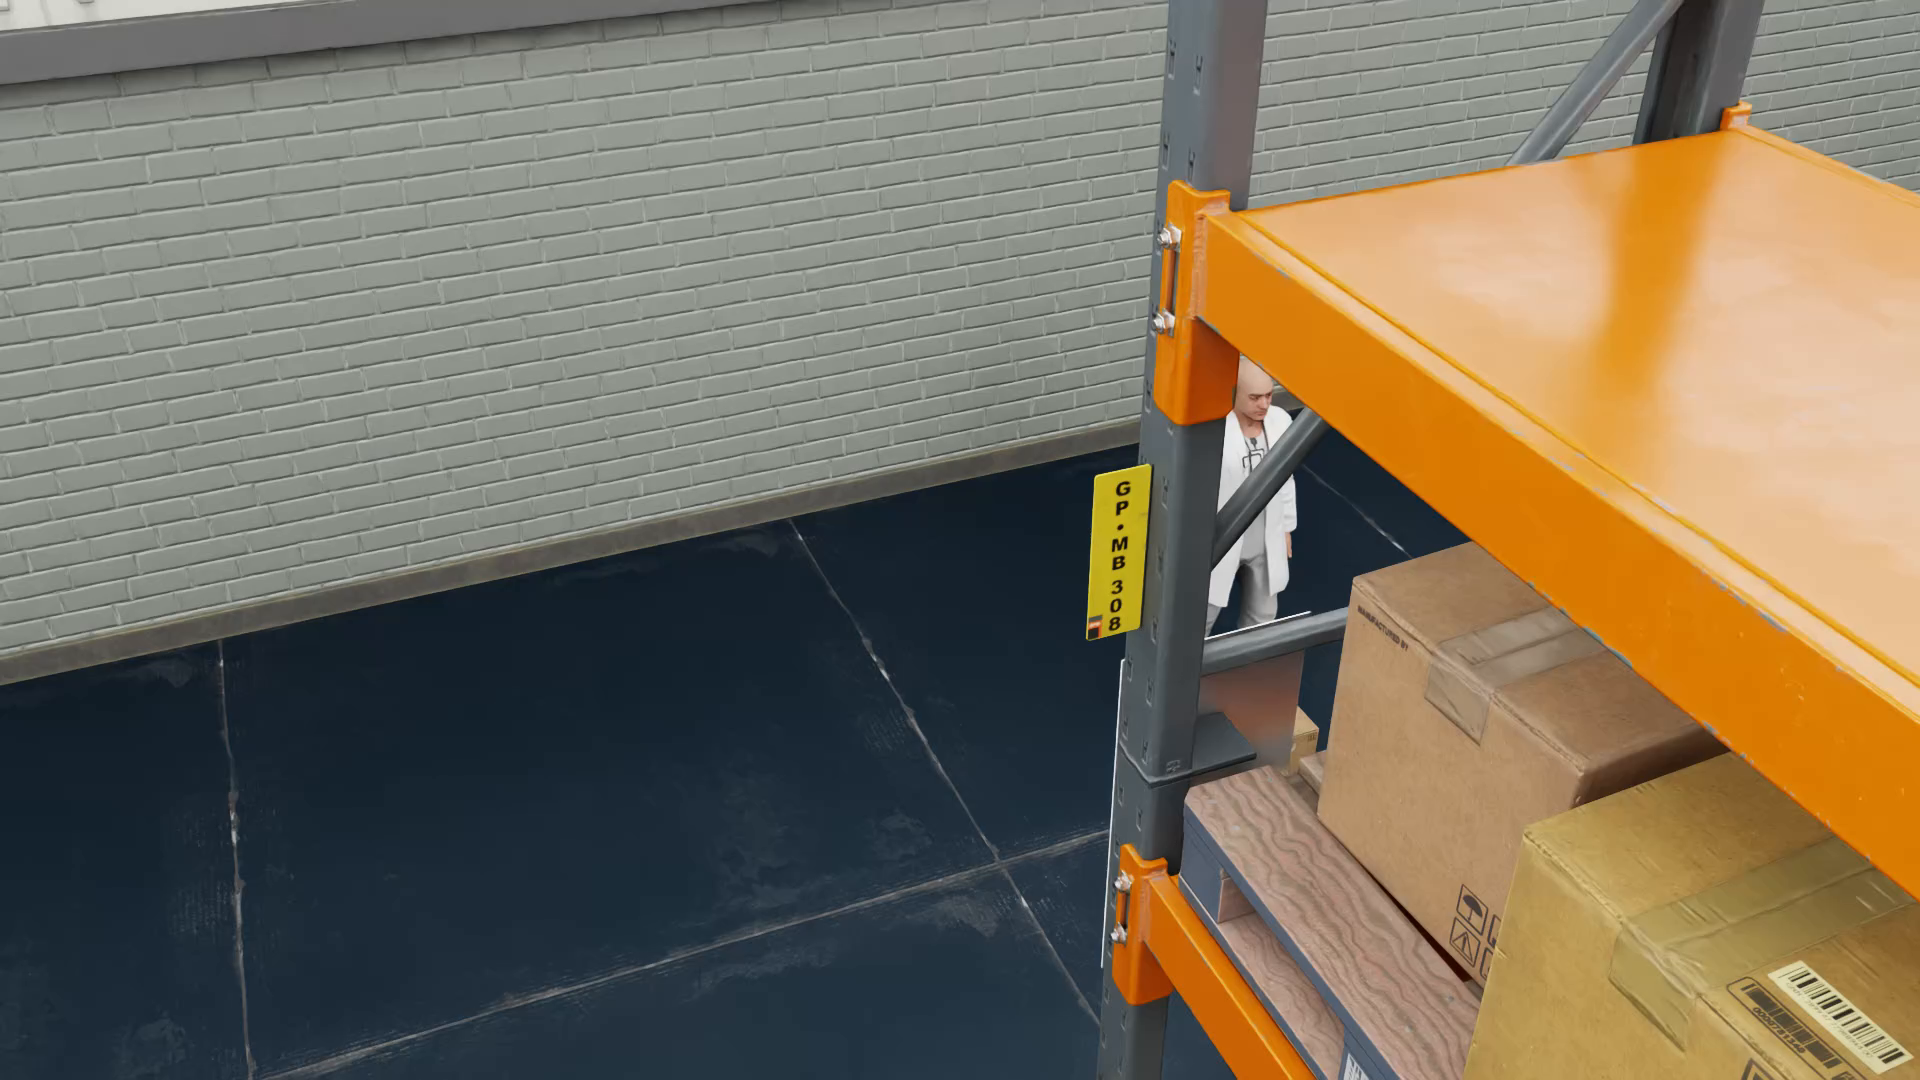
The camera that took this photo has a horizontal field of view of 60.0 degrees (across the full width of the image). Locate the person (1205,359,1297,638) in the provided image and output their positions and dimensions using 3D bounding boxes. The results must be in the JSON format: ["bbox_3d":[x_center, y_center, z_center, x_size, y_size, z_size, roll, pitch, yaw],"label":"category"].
[{"bbox_3d":[1.275,0.028,7.521,0.585,1.804,0.517,-12,35,-17],"label":"person"}]
